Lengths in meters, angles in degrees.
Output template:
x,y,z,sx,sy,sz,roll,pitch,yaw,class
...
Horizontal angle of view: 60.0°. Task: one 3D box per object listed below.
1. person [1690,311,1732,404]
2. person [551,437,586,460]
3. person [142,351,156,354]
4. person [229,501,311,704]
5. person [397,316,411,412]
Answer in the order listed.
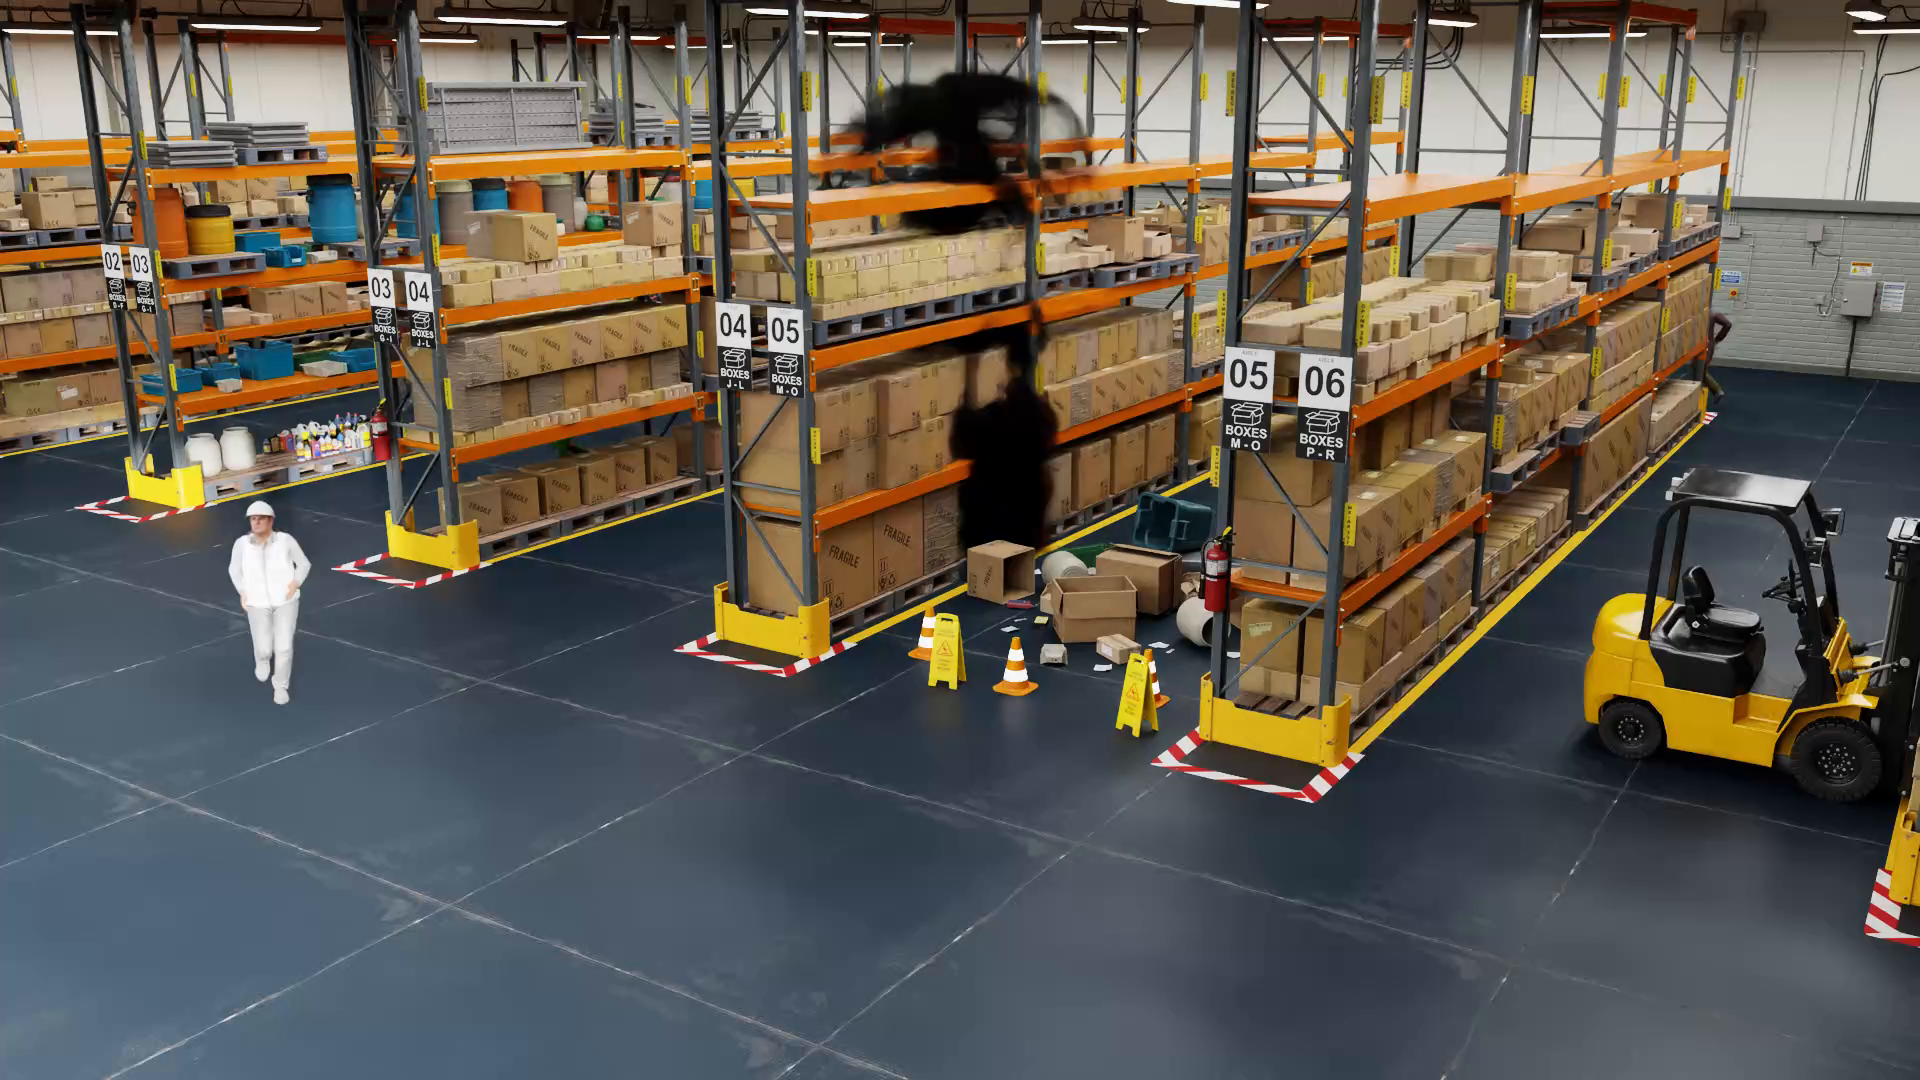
x,y,z,sx,sy,sz,roll,pitch,yaw,class
11.986,-3.066,26.909,0.733,1.753,1.052,-5,16,-18,person
-5.196,-1.661,21.897,0.663,1.757,0.730,8,17,25,person
-13.445,-3.224,27.811,0.575,1.604,0.570,7,17,25,person
-5.857,0.511,14.181,0.657,1.747,0.631,-5,16,-17,person
-8.692,-2.918,26.621,0.591,1.742,0.762,9,18,29,person
